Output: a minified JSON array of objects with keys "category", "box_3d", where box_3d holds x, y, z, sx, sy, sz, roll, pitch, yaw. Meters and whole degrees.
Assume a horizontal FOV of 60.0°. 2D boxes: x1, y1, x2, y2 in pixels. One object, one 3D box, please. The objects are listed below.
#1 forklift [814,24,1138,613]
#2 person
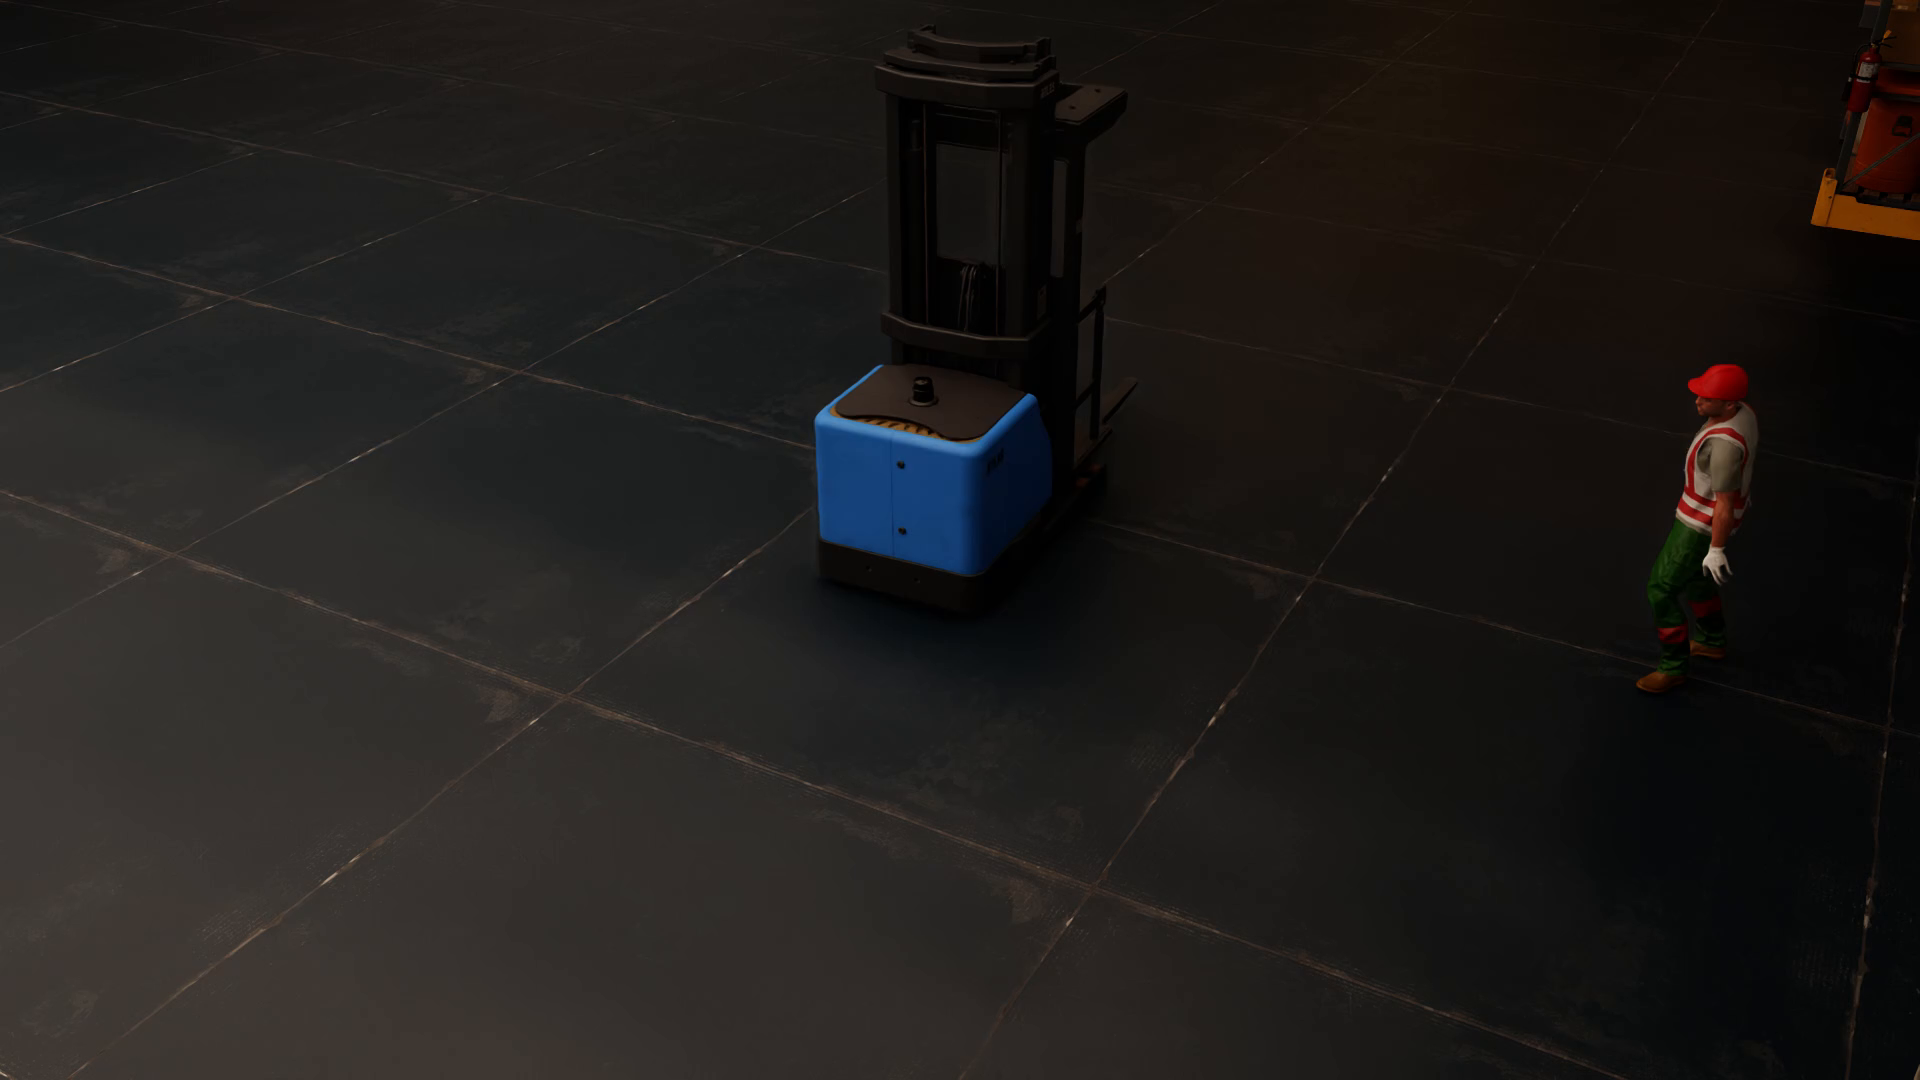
[{"category":"forklift","box_3d":[0.277,-1.580,9.809,1.130,2.935,3.031,13,33,22]},{"category":"person","box_3d":[3.823,-0.106,8.485,0.465,1.749,0.887,18,34,28]}]
